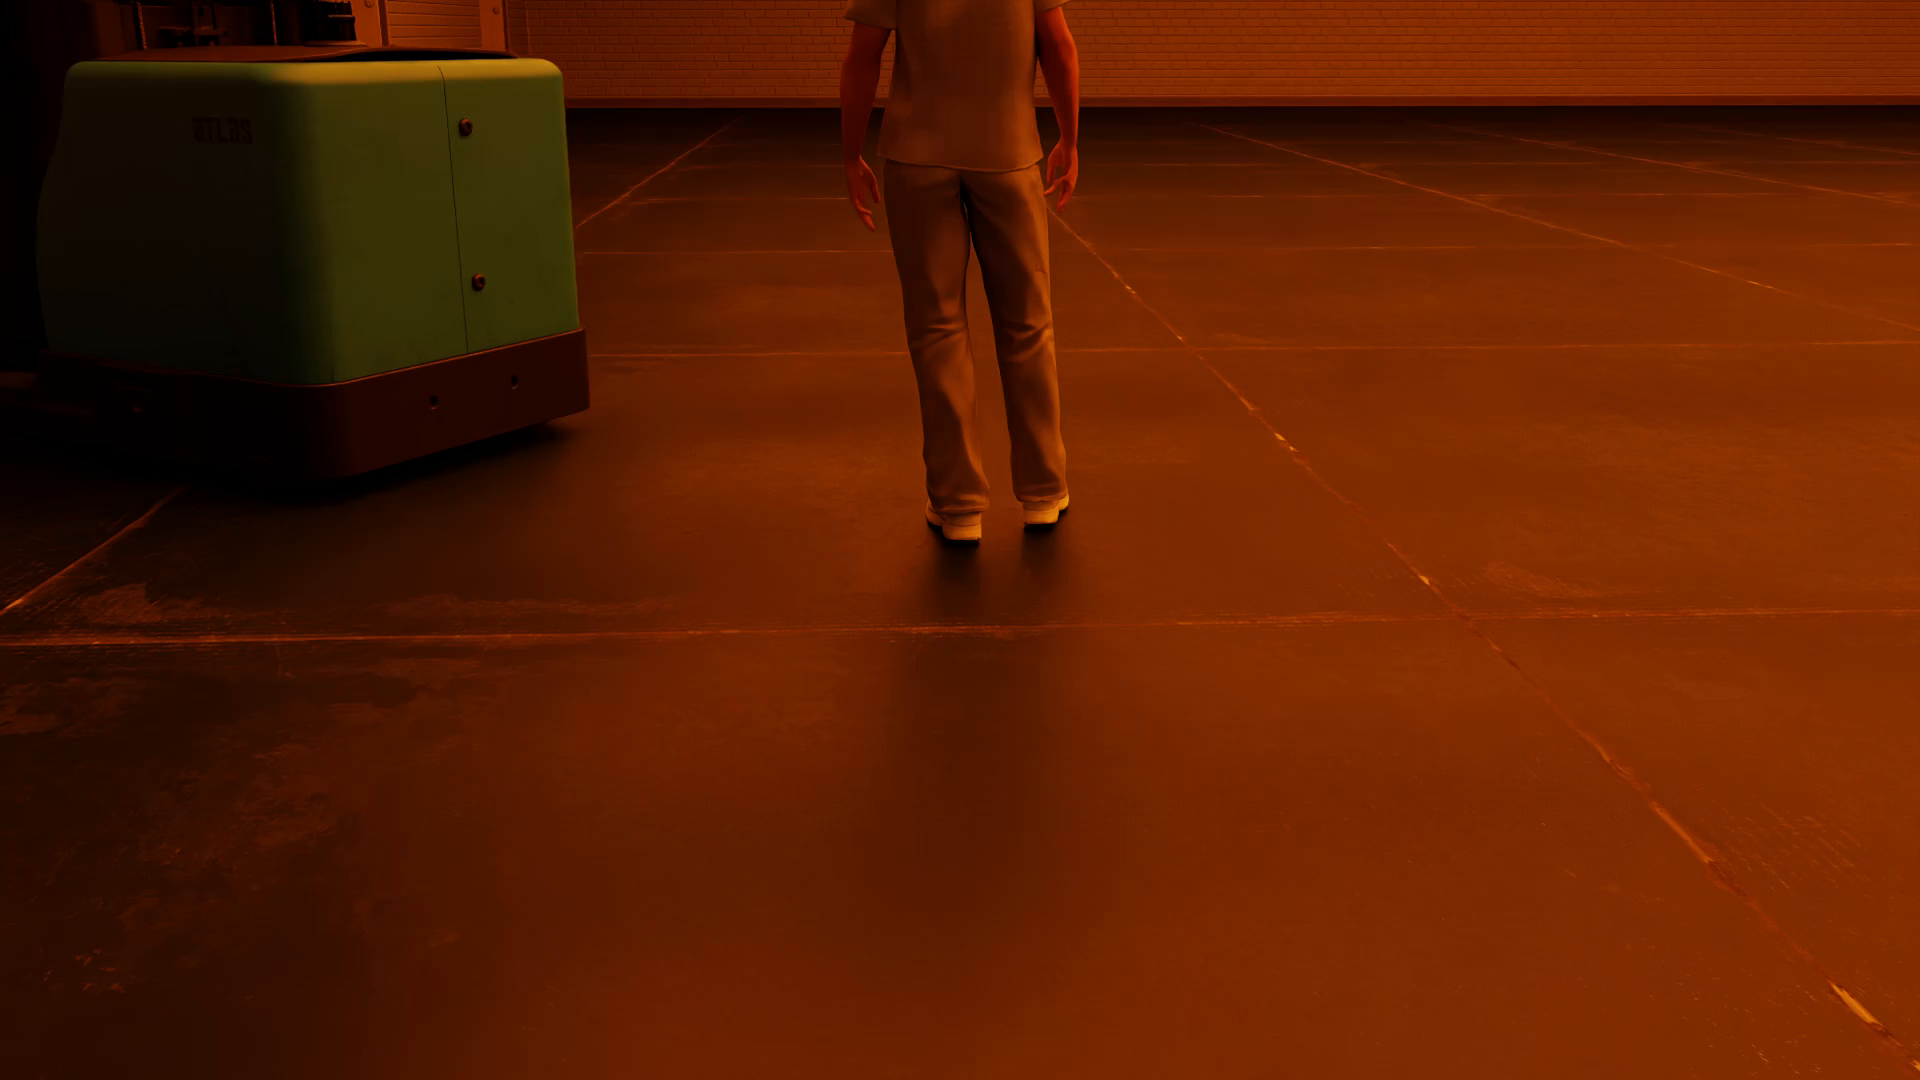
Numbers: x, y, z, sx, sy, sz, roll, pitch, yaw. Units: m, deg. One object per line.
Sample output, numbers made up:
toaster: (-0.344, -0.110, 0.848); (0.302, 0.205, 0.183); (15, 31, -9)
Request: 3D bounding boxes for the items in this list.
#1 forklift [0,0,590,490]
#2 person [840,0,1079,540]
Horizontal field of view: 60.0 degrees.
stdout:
forklift: (-2.646, -1.819, 4.853); (3.031, 2.935, 1.130); (9, 19, 28)
person: (0.010, -0.830, 3.742); (0.549, 1.673, 0.548); (-1, 17, -3)
